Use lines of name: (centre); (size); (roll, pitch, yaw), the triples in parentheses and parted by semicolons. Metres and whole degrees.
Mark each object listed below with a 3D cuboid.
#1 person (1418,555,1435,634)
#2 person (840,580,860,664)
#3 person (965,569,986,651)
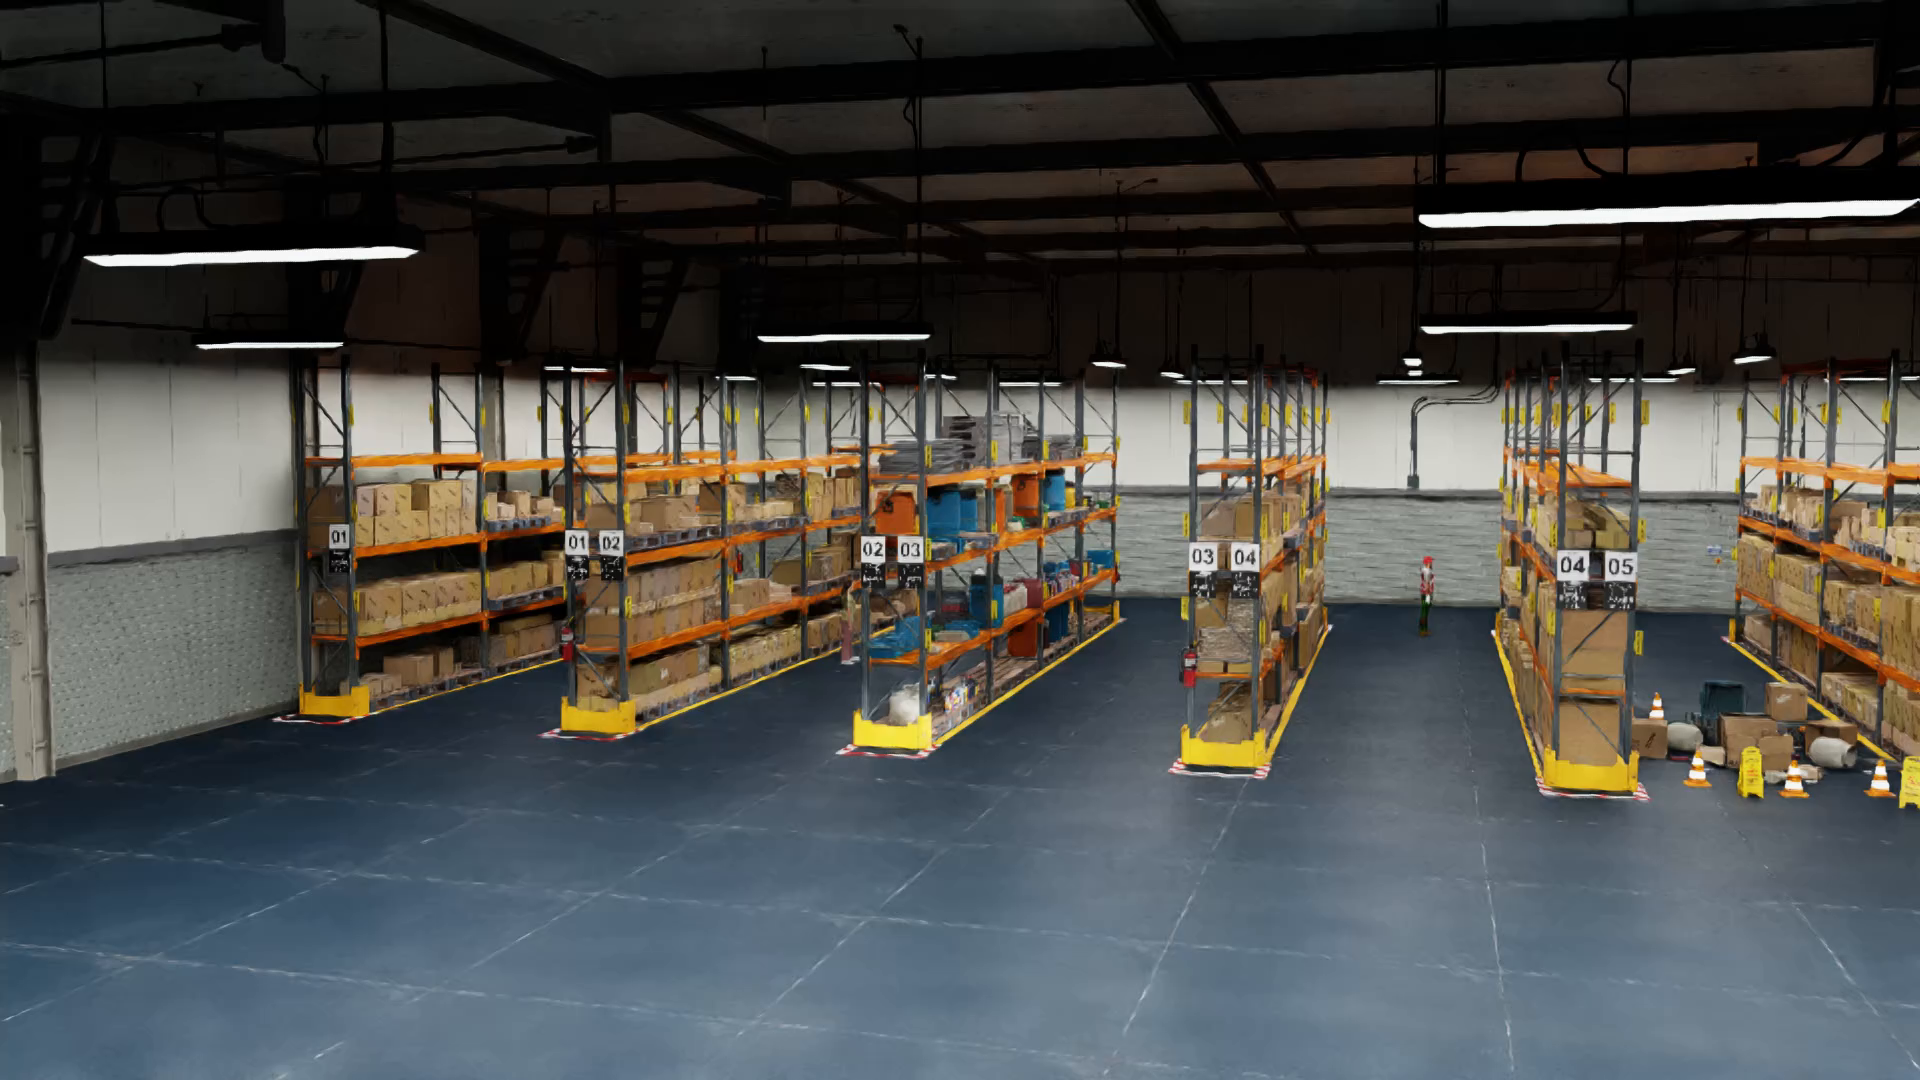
person: (10.676, 1.248, 37.985); (0.391, 1.789, 0.638); (1, 4, 9)
person: (-2.207, 1.643, 33.477); (0.451, 1.672, 0.540); (-1, 4, -14)
person: (0.462, 1.479, 35.452); (0.732, 1.743, 0.692); (2, 5, 19)
